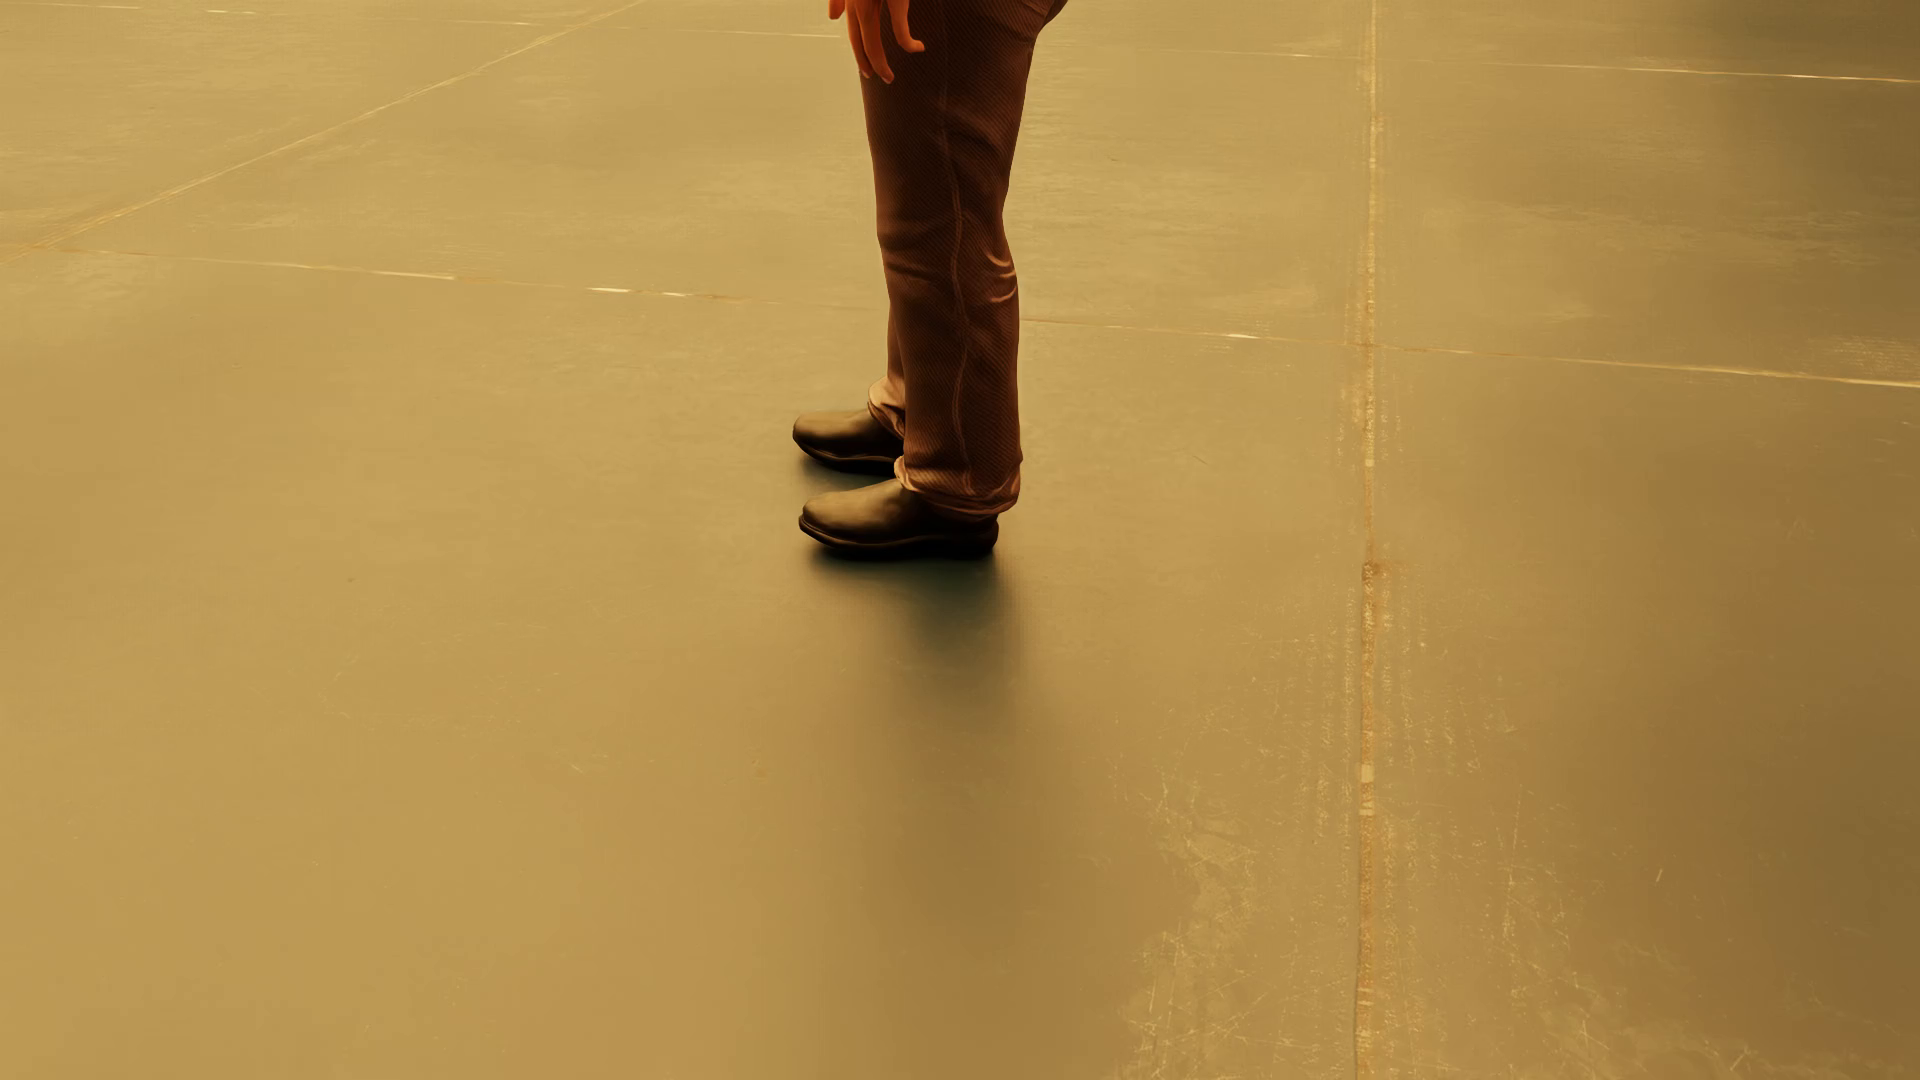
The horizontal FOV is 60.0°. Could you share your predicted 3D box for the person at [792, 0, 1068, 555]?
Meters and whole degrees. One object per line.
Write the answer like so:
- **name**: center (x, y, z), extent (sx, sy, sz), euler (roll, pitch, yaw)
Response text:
- **person**: center (-0.058, -0.785, 2.128), extent (0.568, 1.720, 0.632), euler (6, 27, 11)
